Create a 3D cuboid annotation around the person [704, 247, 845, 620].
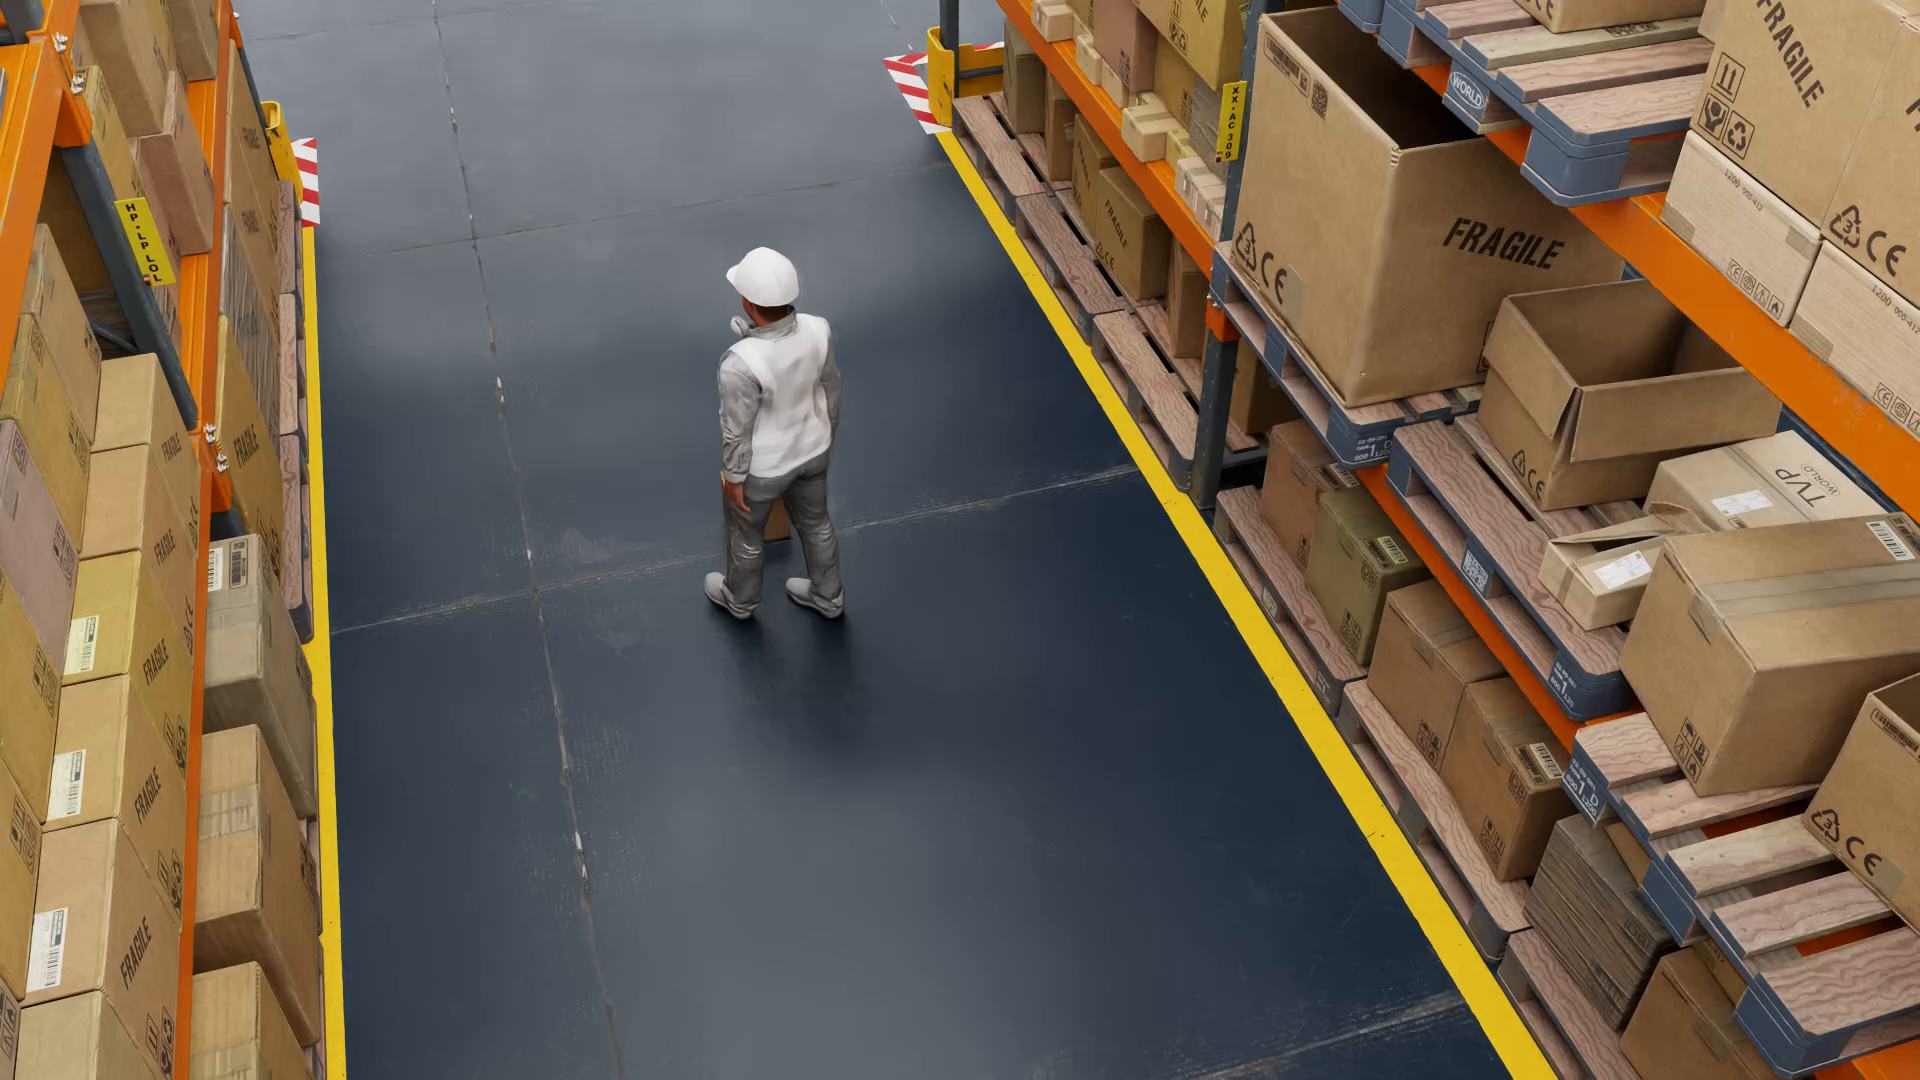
[{"bbox_3d":[-0.773,-0.406,6.580,0.572,1.770,0.583,-32,51,-31],"label":"person"}]
